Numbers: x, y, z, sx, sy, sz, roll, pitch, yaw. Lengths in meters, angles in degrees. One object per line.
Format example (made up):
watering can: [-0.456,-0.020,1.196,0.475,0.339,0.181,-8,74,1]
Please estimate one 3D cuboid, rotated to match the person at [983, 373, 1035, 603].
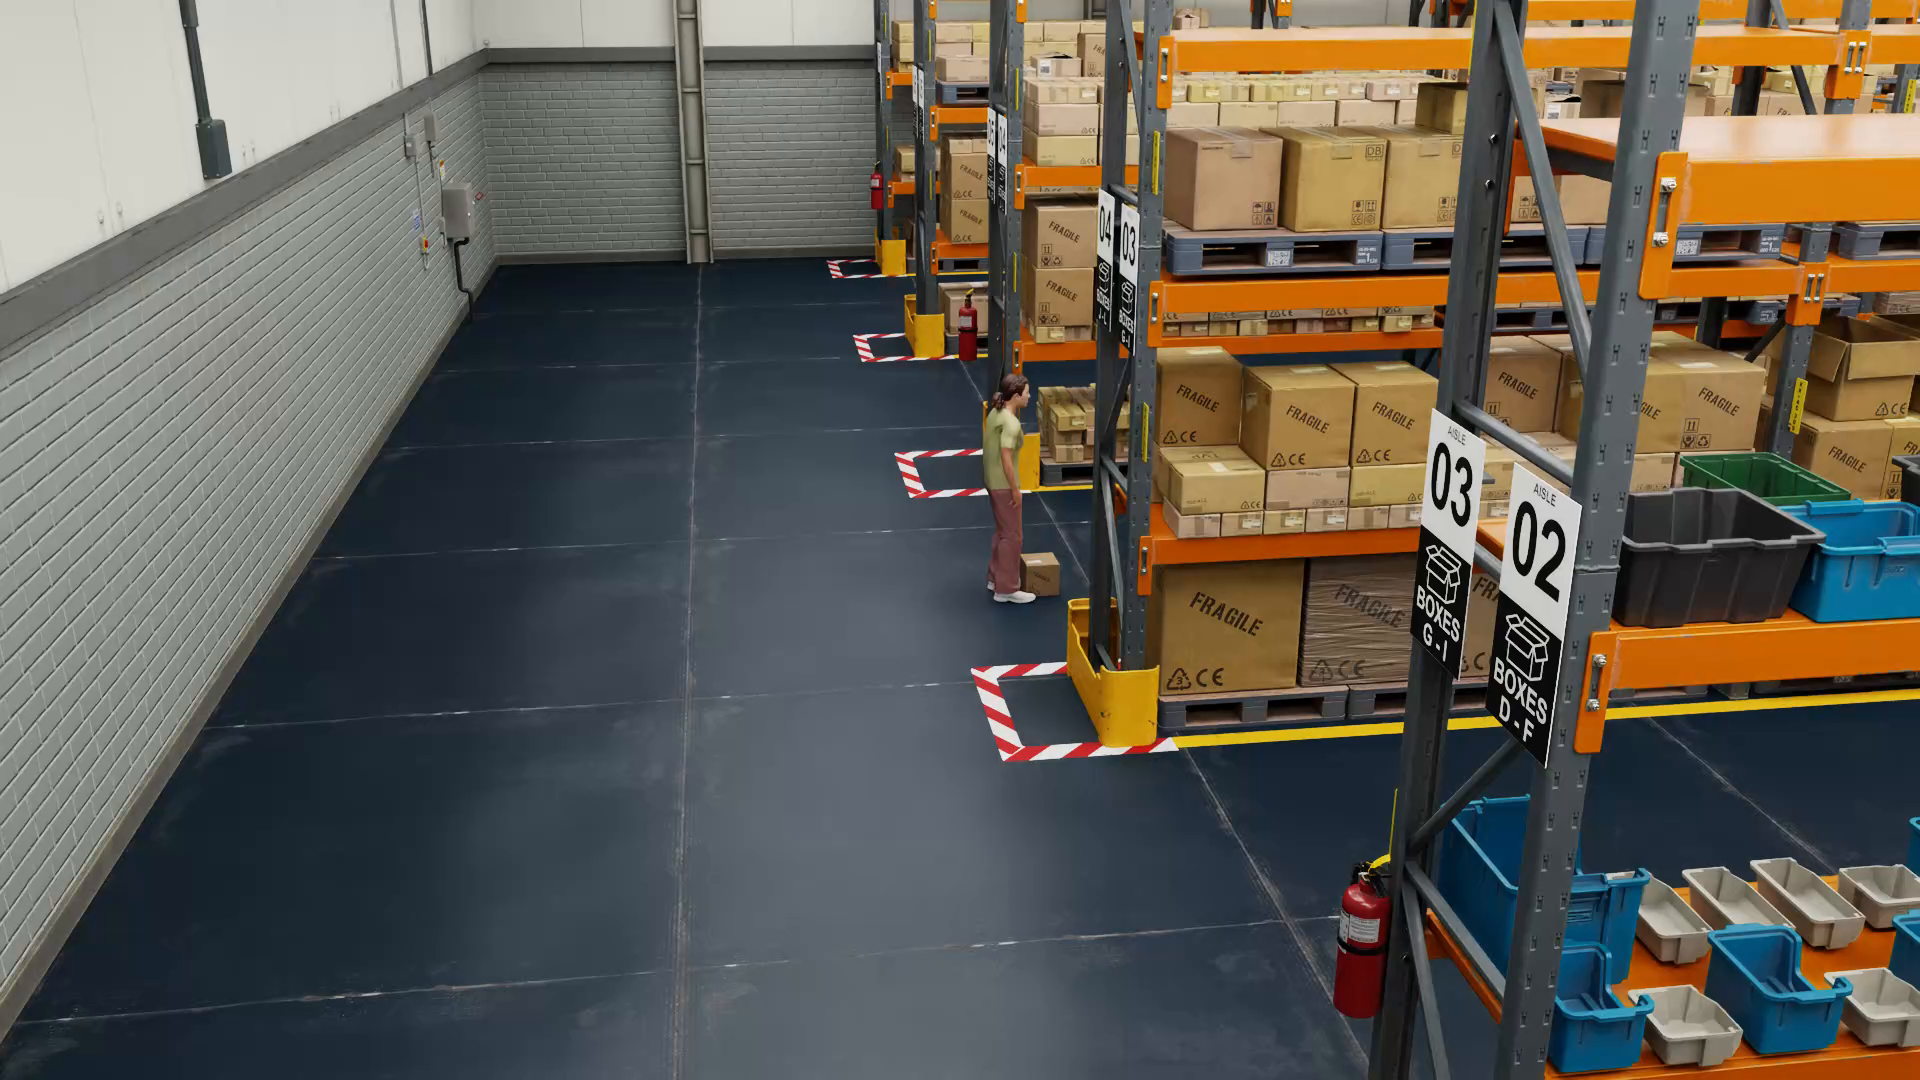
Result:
person: [0.350,-0.396,12.160,0.353,1.673,0.519,-4,20,-10]
